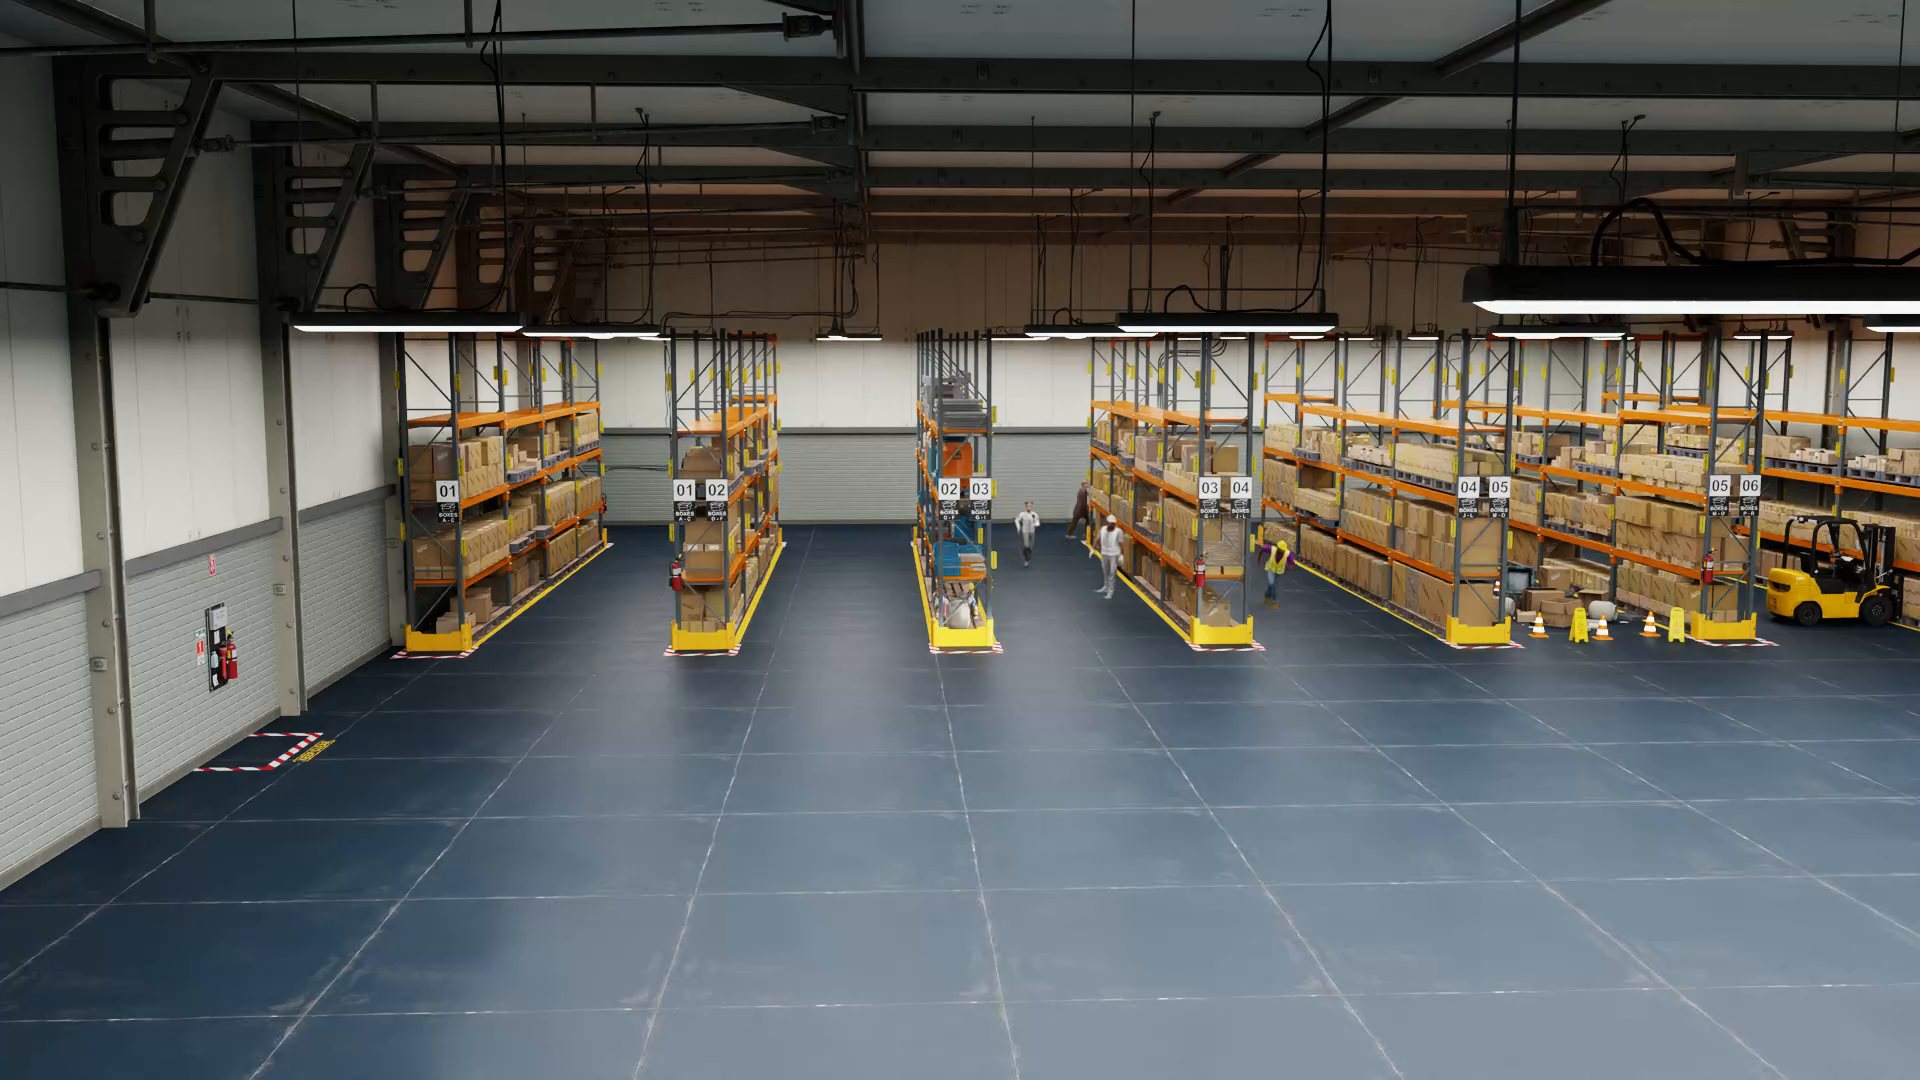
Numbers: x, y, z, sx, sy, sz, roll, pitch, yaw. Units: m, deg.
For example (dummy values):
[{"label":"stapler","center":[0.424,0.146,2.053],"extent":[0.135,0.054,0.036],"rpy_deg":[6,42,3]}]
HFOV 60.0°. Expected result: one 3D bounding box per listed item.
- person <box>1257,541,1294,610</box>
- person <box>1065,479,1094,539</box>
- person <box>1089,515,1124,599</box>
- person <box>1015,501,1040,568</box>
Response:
[{"label":"person","center":[6.844,0.725,36.128],"extent":[0.693,1.535,1.166],"rpy_deg":[0,7,-3]},{"label":"person","center":[3.518,-0.903,48.566],"extent":[0.886,1.744,0.663],"rpy_deg":[1,7,6]},{"label":"person","center":[3.177,0.336,35.837],"extent":[0.748,1.776,0.762],"rpy_deg":[4,8,33]},{"label":"person","center":[1.763,-0.148,42.771],"extent":[0.573,1.713,0.695],"rpy_deg":[-2,7,-13]}]
